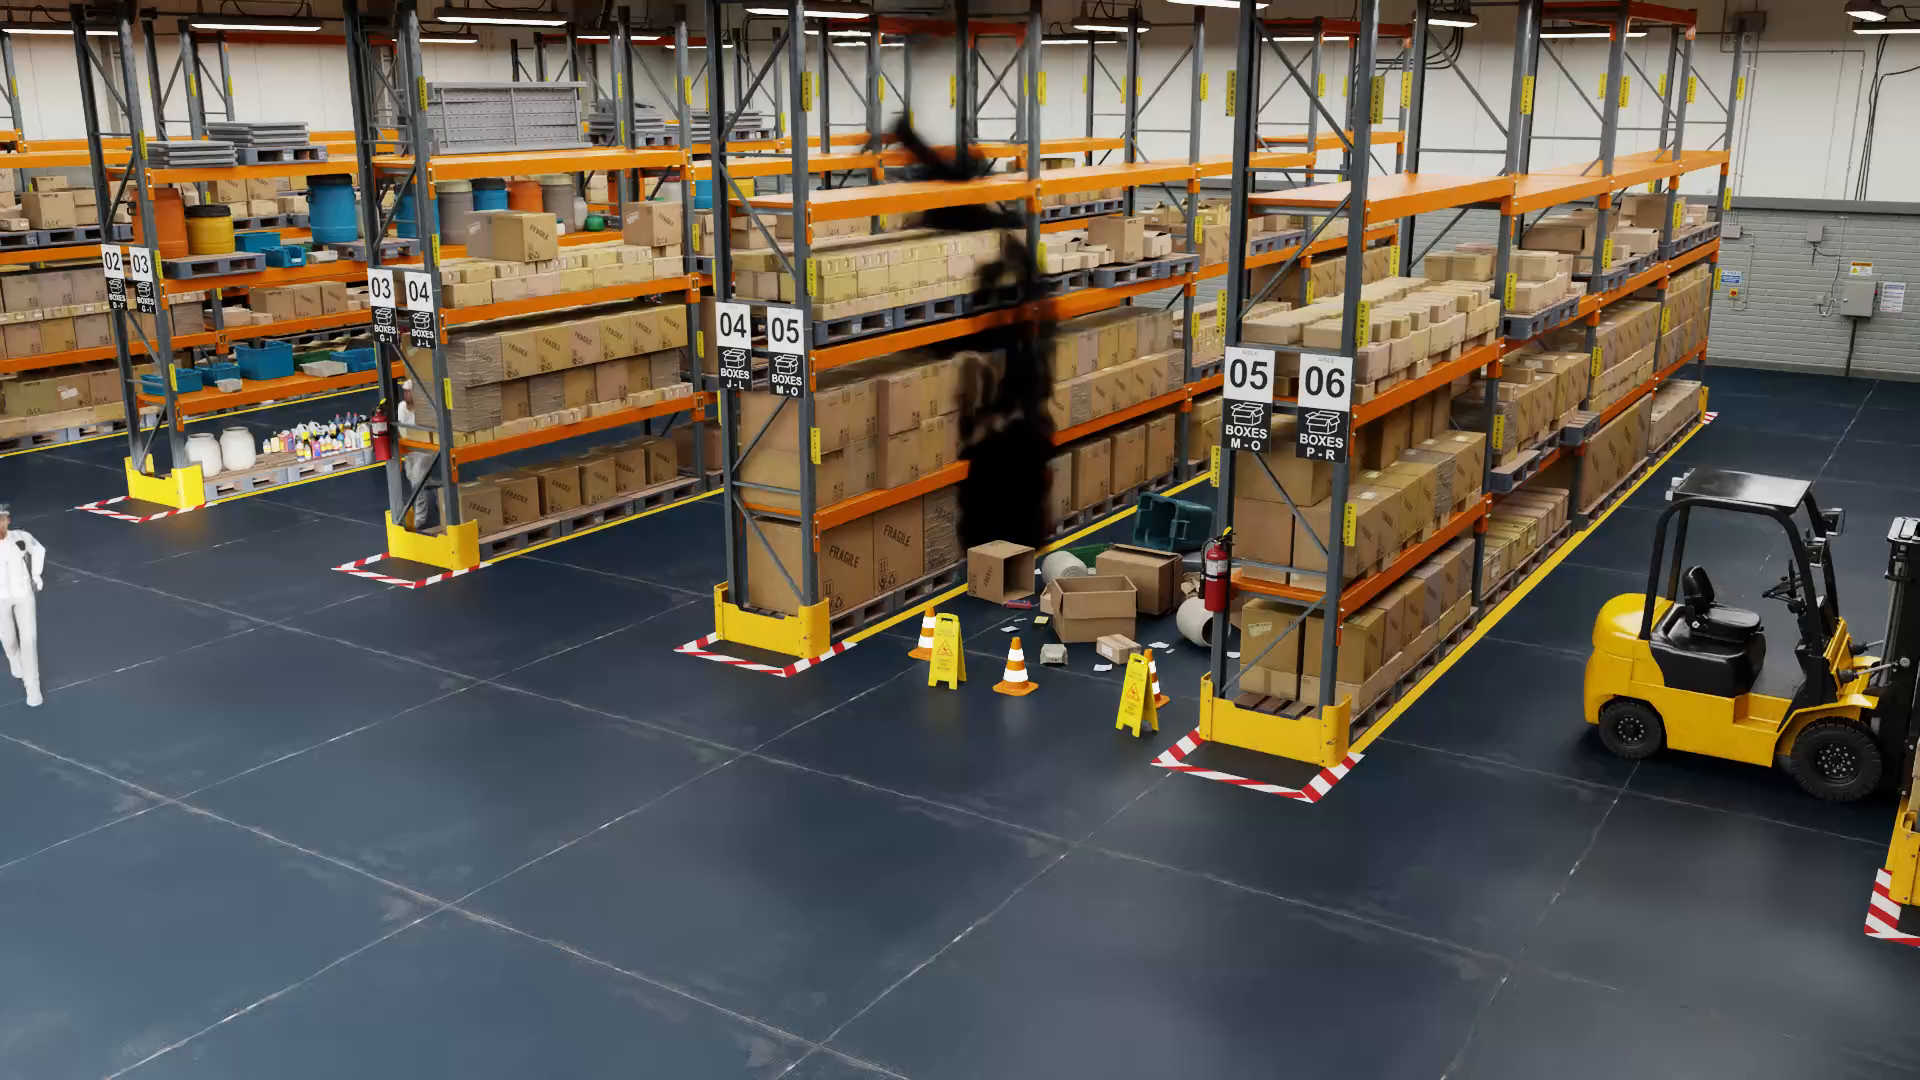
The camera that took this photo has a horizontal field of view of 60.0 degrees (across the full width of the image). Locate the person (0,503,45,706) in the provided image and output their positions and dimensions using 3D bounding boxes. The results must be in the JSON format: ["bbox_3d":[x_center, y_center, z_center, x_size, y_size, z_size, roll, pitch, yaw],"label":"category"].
[{"bbox_3d":[-8.101,0.497,14.204,0.612,1.695,0.920,-9,18,-30],"label":"person"}]

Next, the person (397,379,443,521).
[{"bbox_3d":[-6.375,-1.088,19.742,0.671,1.687,0.796,7,17,24],"label":"person"}]
